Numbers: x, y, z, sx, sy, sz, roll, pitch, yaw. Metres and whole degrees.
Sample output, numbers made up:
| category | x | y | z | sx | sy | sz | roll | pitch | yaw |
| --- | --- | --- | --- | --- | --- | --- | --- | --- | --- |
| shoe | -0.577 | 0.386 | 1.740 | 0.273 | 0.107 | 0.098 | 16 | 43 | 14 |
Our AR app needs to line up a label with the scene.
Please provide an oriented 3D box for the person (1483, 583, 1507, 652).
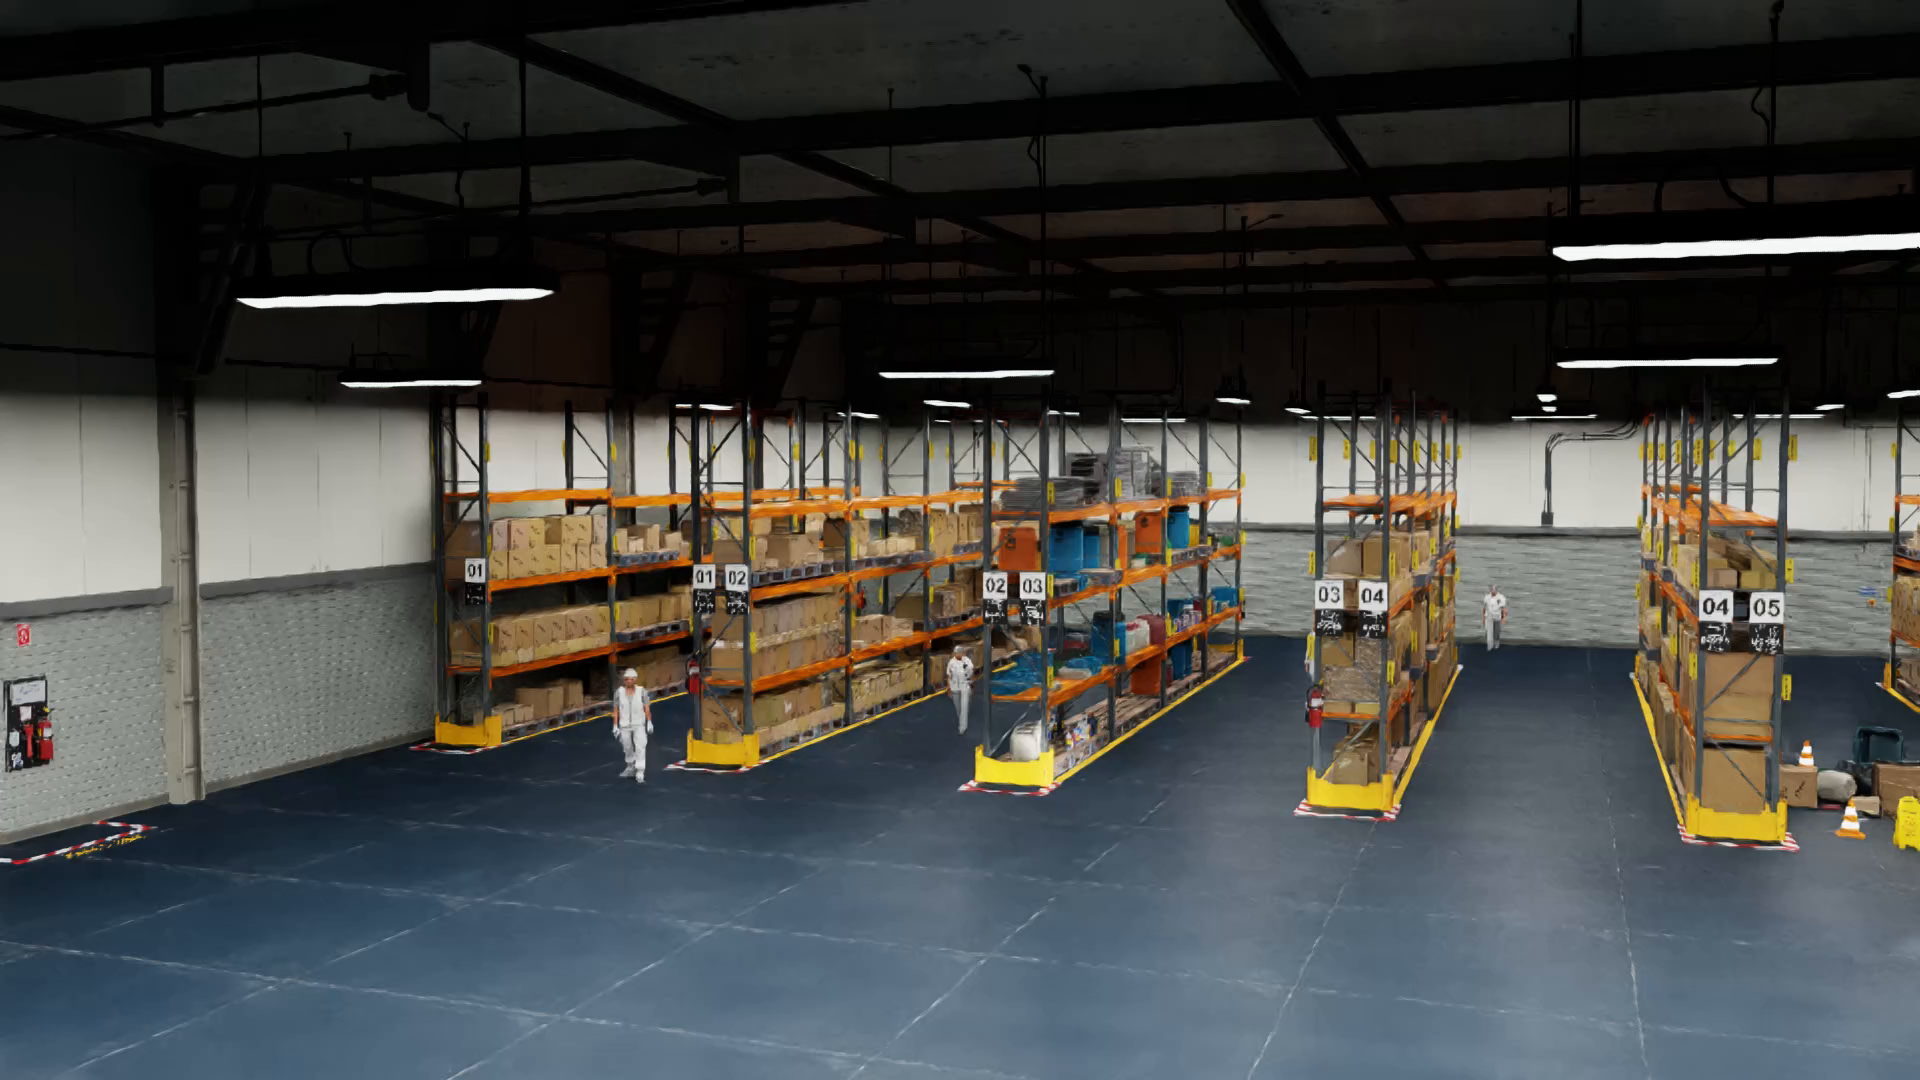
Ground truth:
| category | x | y | z | sx | sy | sz | roll | pitch | yaw |
| --- | --- | --- | --- | --- | --- | --- | --- | --- | --- |
| person | 13.377 | 1.927 | 41.591 | 0.554 | 1.712 | 1.040 | 1 | 3 | 19 |

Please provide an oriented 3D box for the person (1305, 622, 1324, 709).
| category | x | y | z | sx | sy | sz | roll | pitch | yaw |
| --- | --- | --- | --- | --- | --- | --- | --- | --- | --- |
| person | 6.914 | 2.376 | 32.273 | 0.677 | 1.776 | 0.620 | -3 | 4 | -41 |

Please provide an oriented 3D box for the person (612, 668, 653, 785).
| category | x | y | z | sx | sy | sz | roll | pitch | yaw |
| --- | --- | --- | --- | --- | --- | --- | --- | --- | --- |
| person | -4.957 | 2.800 | 25.132 | 0.591 | 1.746 | 0.970 | 0 | 3 | -3 |

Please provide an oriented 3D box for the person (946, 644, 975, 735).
| category | x | y | z | sx | sy | sz | roll | pitch | yaw |
| --- | --- | --- | --- | --- | --- | --- | --- | --- | --- |
| person | 0.002 | 2.625 | 29.481 | 0.497 | 1.580 | 1.091 | 1 | 3 | 17 |
